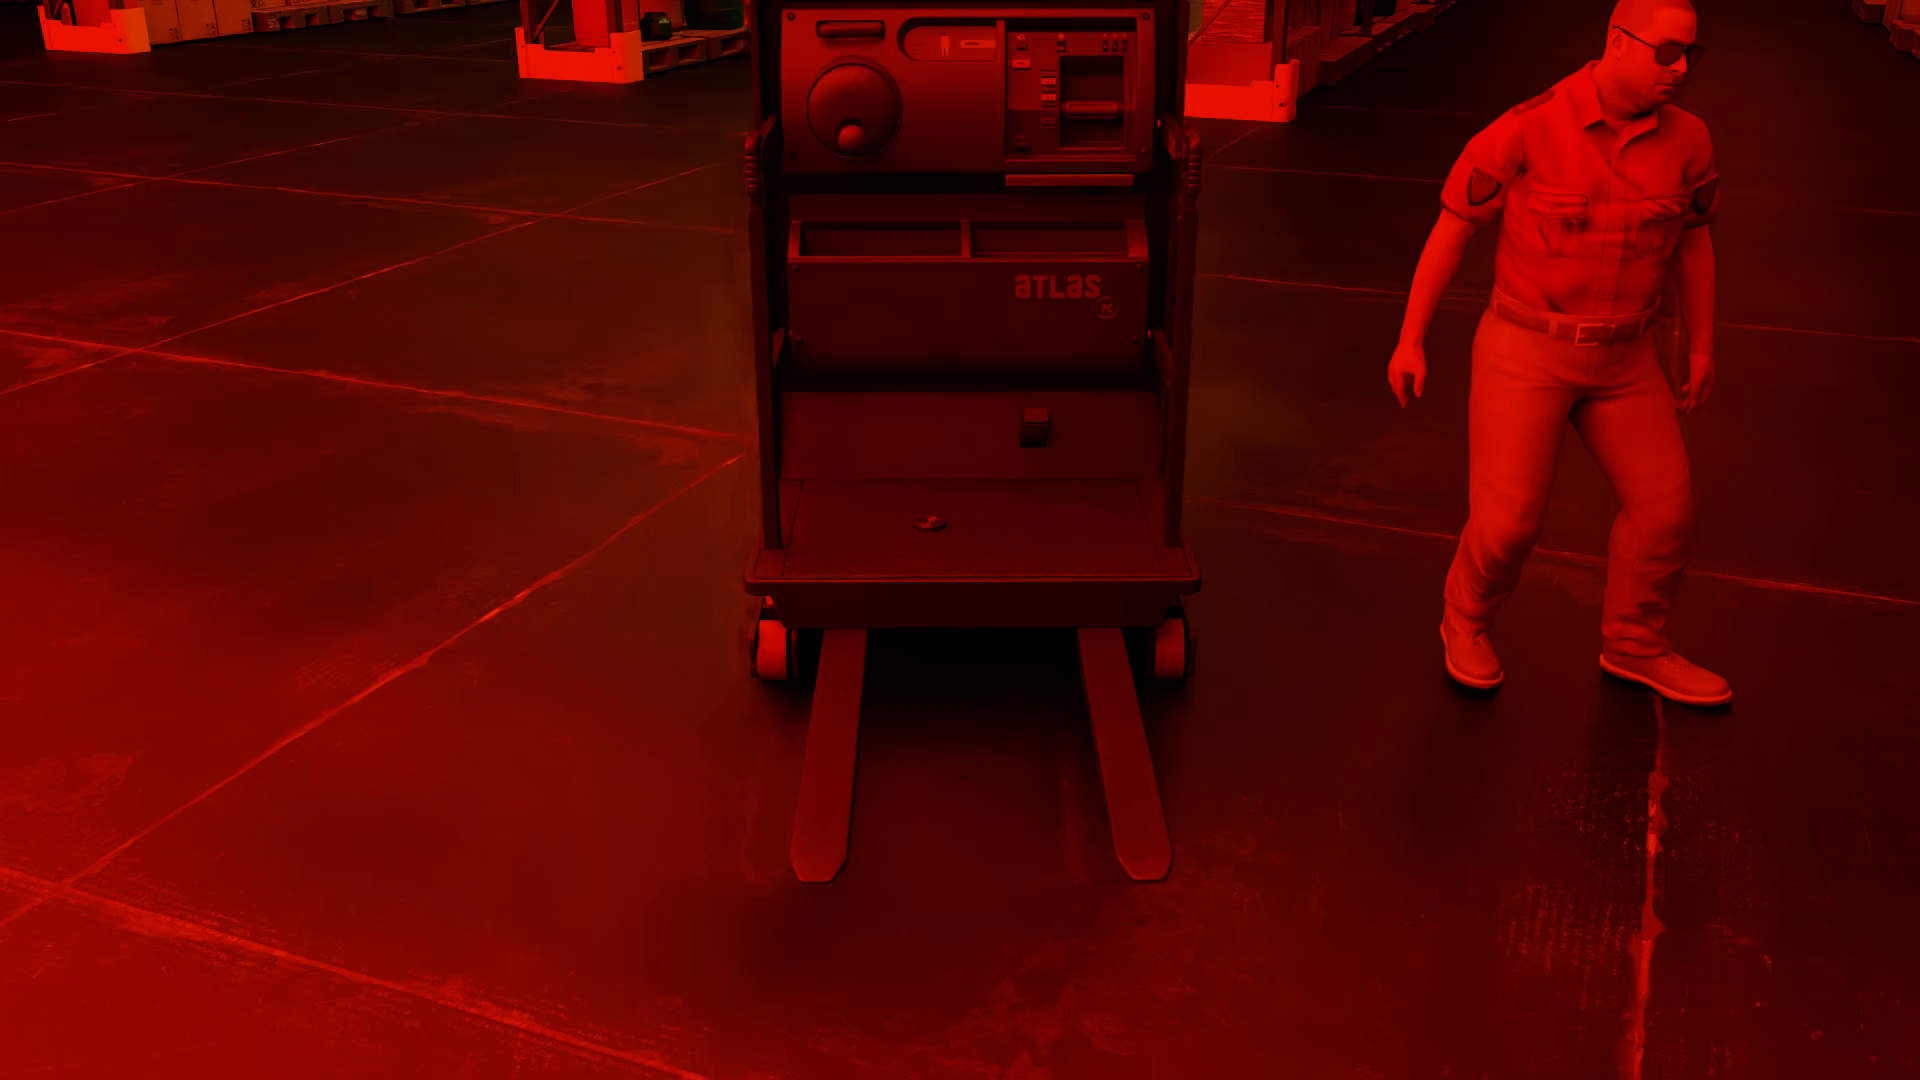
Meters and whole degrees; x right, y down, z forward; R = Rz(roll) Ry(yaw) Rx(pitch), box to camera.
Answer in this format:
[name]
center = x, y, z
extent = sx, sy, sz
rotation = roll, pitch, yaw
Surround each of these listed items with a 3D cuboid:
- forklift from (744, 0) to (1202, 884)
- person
[forklift]
center = 0.026, -1.110, 3.948
extent = 1.130, 2.935, 3.031
rotation = 0, 23, -1
[person]
center = 1.464, -0.428, 3.919
extent = 0.871, 1.691, 0.400
rotation = -1, 23, -3
